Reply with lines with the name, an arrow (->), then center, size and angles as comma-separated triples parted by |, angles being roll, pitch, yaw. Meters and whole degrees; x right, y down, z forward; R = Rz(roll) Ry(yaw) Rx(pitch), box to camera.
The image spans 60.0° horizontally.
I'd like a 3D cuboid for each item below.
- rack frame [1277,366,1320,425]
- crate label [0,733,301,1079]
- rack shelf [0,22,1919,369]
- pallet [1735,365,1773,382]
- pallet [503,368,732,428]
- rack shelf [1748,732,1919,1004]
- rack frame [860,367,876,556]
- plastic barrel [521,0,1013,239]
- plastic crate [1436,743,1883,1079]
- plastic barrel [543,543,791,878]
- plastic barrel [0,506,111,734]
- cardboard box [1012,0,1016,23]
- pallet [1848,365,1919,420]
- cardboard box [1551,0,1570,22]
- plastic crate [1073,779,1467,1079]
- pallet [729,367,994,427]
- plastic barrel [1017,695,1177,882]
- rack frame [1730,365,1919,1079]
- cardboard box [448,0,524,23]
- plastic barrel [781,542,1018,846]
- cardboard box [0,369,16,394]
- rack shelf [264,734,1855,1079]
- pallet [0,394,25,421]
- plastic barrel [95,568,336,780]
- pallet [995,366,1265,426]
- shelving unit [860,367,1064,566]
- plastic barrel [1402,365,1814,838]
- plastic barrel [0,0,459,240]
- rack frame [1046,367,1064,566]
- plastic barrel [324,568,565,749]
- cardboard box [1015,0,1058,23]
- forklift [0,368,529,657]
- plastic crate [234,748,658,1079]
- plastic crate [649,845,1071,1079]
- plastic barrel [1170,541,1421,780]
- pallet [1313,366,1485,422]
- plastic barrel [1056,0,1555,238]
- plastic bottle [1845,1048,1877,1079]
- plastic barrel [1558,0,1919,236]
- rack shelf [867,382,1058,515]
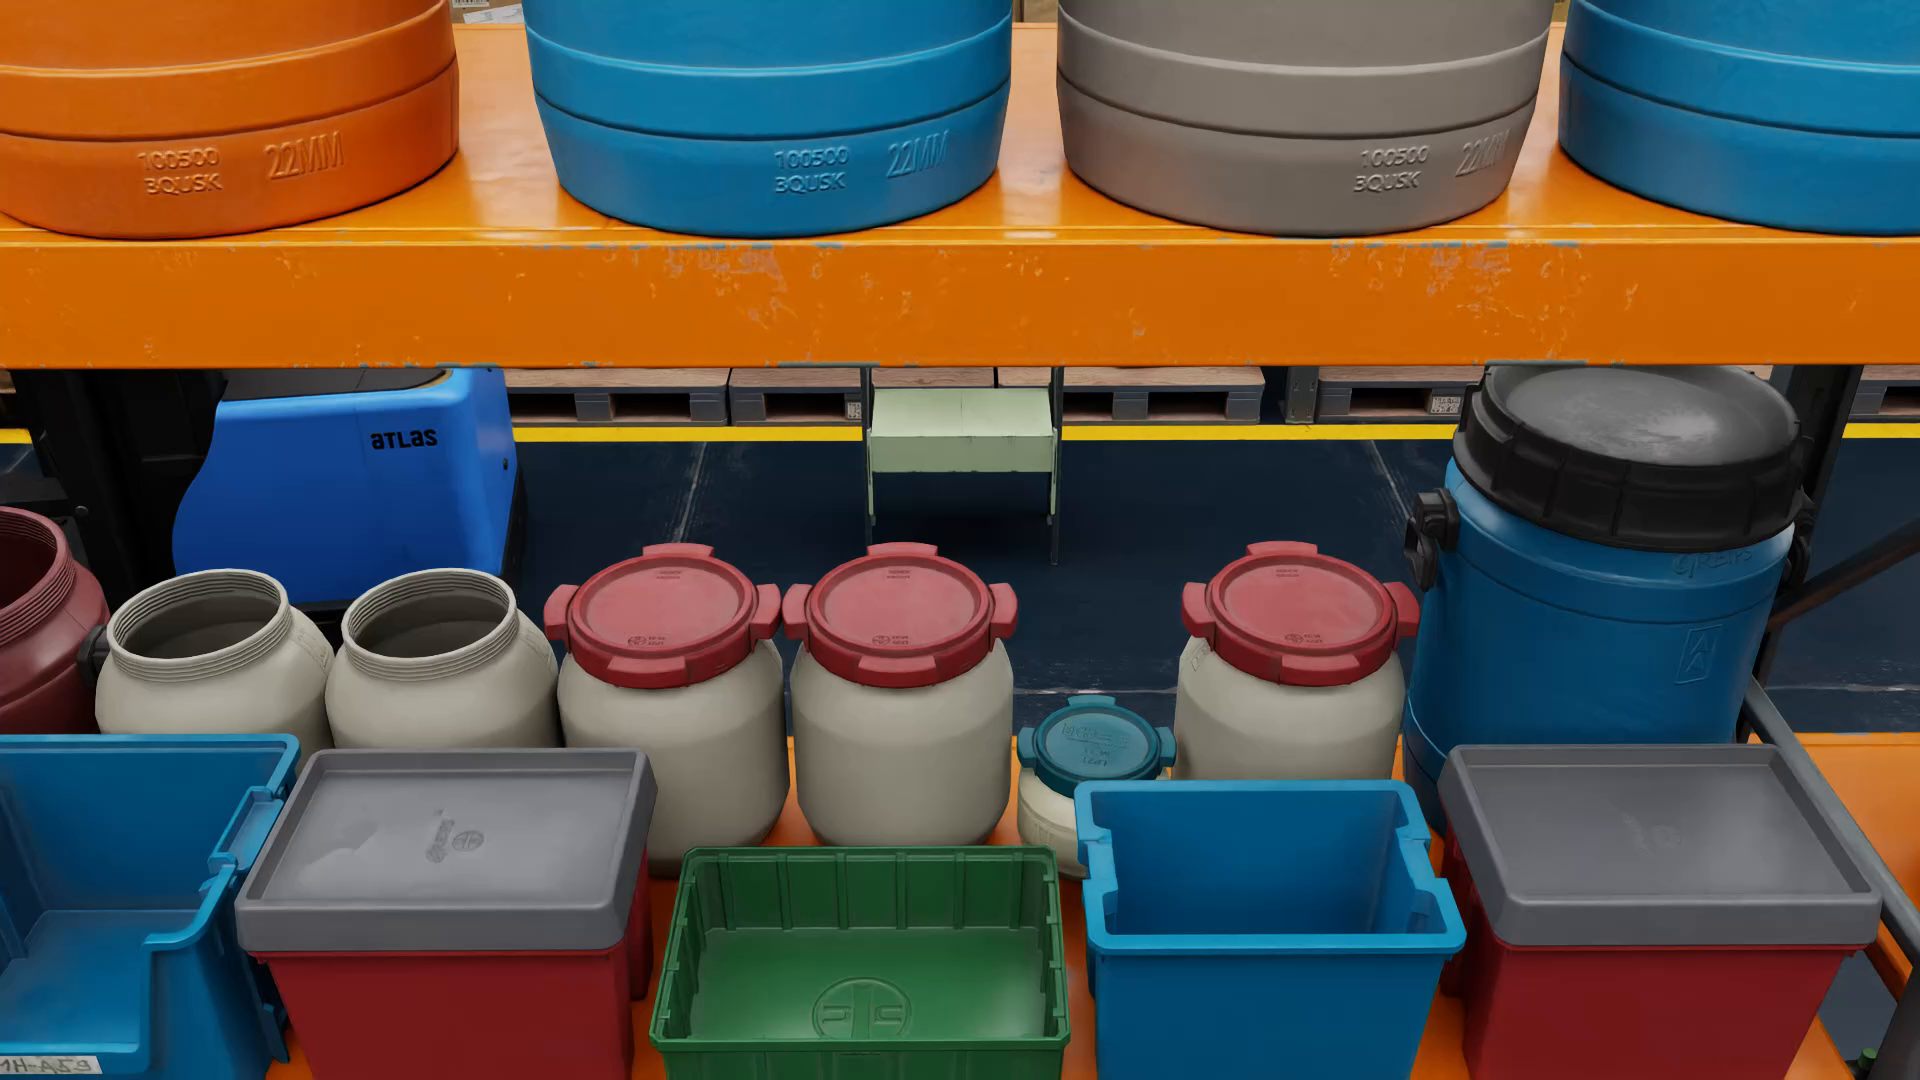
rack frame -> 1.552, -2.067, 7.265 | 0.127, 3.000, 1.000 | 0, 31, 0
crate label -> -1.423, 0.637, 2.775 | 0.616, 0.435, 0.502 | 0, 31, 0
rack shelf -> -0.418, -0.466, 2.429 | 4.000, 0.370, 1.077 | 0, 31, 0
pallet -> 3.446, -0.900, 8.031 | 1.213, 0.211, 1.003 | 0, 31, 0
pallet -> -1.667, -0.864, 7.970 | 1.213, 0.211, 1.003 | 0, 31, 0
rack shelf -> 3.582, 0.804, 3.227 | 4.000, 0.370, 1.077 | 0, 31, 0
rack frame -> -0.359, -0.640, 6.359 | 0.023, 1.500, 0.400 | 0, 31, 0
plastic barrel -> -0.234, -0.876, 1.927 | 0.708, 0.901, 0.600 | 0, 31, 0
plastic crate -> 1.099, 0.635, 2.750 | 0.583, 0.464, 0.402 | 0, 31, 0
plastic barrel -> -0.543, 0.337, 3.172 | 0.433, 0.535, 0.433 | 0, 31, 0
plastic barrel -> -1.956, 0.298, 3.236 | 0.708, 0.536, 0.600 | 0, 31, 0
cardboard box -> 0.038, -3.808, 11.899 | 0.750, 0.750, 1.050 | 0, 31, 0
pallet -> 4.663, -0.903, 8.034 | 1.213, 0.211, 1.003 | 0, 31, 0
cardboard box -> 2.502, -2.189, 7.084 | 0.500, 0.500, 0.875 | 0, 31, 0
plastic crate -> 0.480, 0.674, 2.763 | 0.575, 0.384, 0.392 | 0, 31, 0
pallet -> -0.450, -0.866, 7.974 | 1.213, 0.211, 1.003 | 0, 31, 0
plastic barrel -> 0.257, 0.486, 3.191 | 0.301, 0.262, 0.301 | 0, 31, 0
rack frame -> 1.582, 0.501, 3.033 | 0.053, 2.616, 0.949 | 0, 31, 0
cardboard box -> -1.908, -2.299, 7.146 | 0.500, 0.500, 0.500 | -4, 31, -6
plastic barrel -> -0.110, 0.336, 3.174 | 0.433, 0.535, 0.433 | 0, 31, 0
cardboard box -> -4.030, -1.335, 7.703 | 0.875, 0.875, 1.225 | 0, 31, 0
rack shelf -> -0.418, 0.816, 3.207 | 4.000, 0.370, 1.077 | 0, 31, 0
pallet -> -4.454, -0.896, 8.024 | 1.213, 0.211, 1.003 | 0, 31, 0
plastic barrel -> -1.391, 0.353, 3.169 | 0.421, 0.512, 0.421 | 0, 31, 0
pallet -> 0.773, -0.872, 7.983 | 1.213, 0.211, 1.003 | 0, 31, 0
shelving unit -> 0.007, -0.641, 6.361 | 0.755, 1.500, 0.431 | 0, 31, 0
plastic barrel -> 1.193, 0.132, 3.157 | 0.708, 0.901, 0.600 | 0, 31, 0
plastic barrel -> -0.942, -0.843, 1.942 | 0.708, 0.830, 0.600 | 0, 31, 0
rack frame -> 0.373, -0.642, 6.363 | 0.023, 1.500, 0.400 | 0, 31, 0
plastic barrel -> -0.970, 0.352, 3.171 | 0.421, 0.512, 0.421 | 0, 31, 0
cardboard box -> 0.756, -2.573, 7.116 | 1.000, 1.000, 1.000 | 0, 31, 0
forklift -> -3.193, -0.964, 5.514 | 3.031, 2.935, 1.130 | -5, 32, -7
plastic crate -> -0.801, 0.641, 2.740 | 0.583, 0.464, 0.402 | 0, 31, 0
plastic crate -> -0.158, 0.745, 2.835 | 0.662, 0.188, 0.450 | 0, 31, 0
plastic barrel -> 0.624, 0.333, 3.178 | 0.433, 0.535, 0.433 | 0, 31, 0
pallet -> 2.223, -0.895, 8.022 | 1.213, 0.211, 1.003 | 0, 31, 0
plastic barrel -> 0.420, -0.878, 1.931 | 0.600, 0.901, 0.600 | 0, 31, 0
plastic bottle -> 2.061, 1.303, 3.905 | 0.133, 0.283, 0.061 | 1, 31, 2
plastic barrel -> 1.074, -0.880, 1.934 | 0.708, 0.901, 0.600 | 0, 31, 0
rack shelf -> 0.007, -0.363, 6.530 | 0.720, 0.370, 0.431 | 0, 31, 0
